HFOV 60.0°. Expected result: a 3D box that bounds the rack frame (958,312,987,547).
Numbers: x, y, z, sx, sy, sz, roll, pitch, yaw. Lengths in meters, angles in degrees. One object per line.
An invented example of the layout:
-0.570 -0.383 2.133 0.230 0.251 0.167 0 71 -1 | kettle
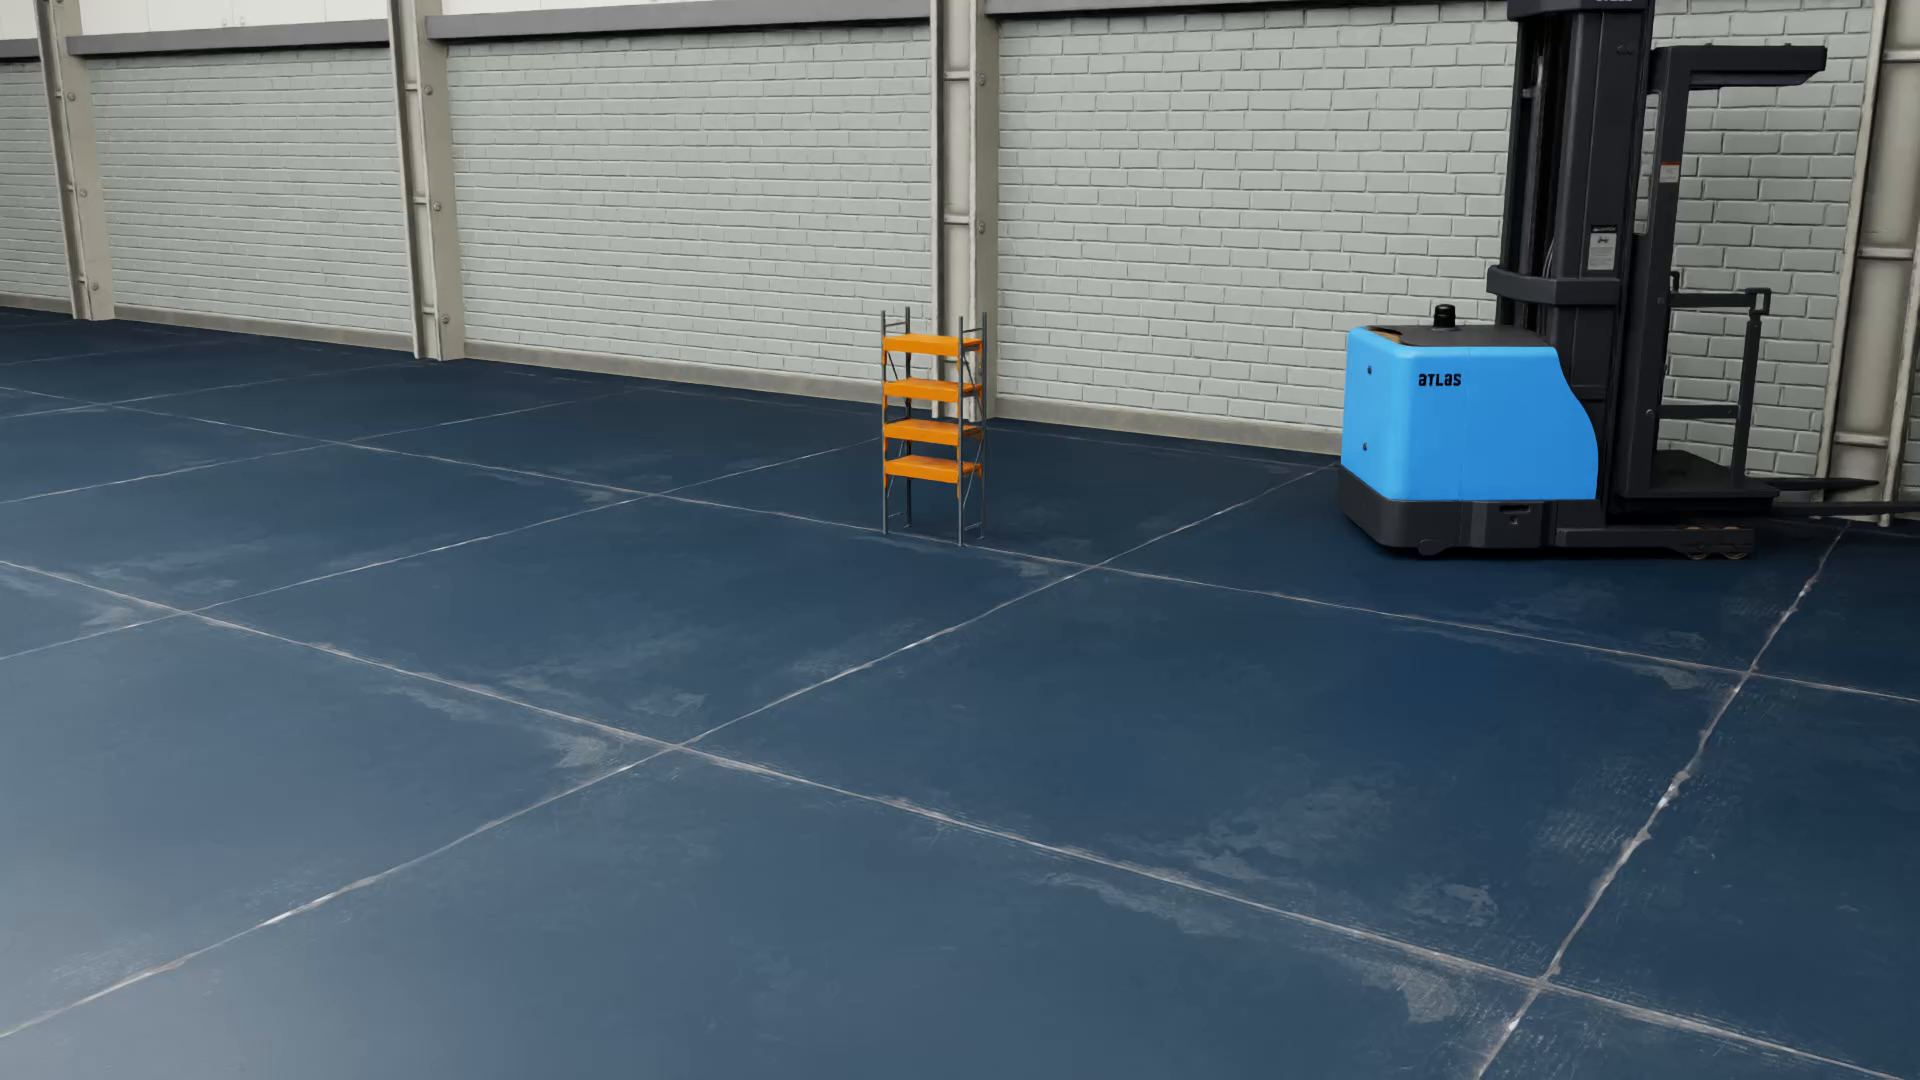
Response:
0.065 -0.572 8.636 0.015 1.200 0.240 9 17 33 | rack frame

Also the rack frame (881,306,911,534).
-0.340 -0.637 8.901 0.015 1.200 0.240 9 17 33 | rack frame

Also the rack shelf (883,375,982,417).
-0.137 -0.756 8.731 0.480 0.148 0.258 9 17 33 | rack shelf

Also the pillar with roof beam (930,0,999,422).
-2.369 -4.443 8.042 0.400 9.000 9.100 9 17 33 | pillar with roof beam

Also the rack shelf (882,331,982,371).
-0.137 -0.986 8.674 0.480 0.148 0.258 9 17 33 | rack shelf

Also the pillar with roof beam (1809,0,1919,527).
2.609 -3.638 4.792 0.400 9.000 9.100 9 17 33 | pillar with roof beam

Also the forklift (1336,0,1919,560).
3.629 -1.451 8.586 3.031 2.935 1.130 0 14 -2 | forklift

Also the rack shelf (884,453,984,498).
-0.137 -0.347 8.833 0.480 0.148 0.258 9 17 33 | rack shelf

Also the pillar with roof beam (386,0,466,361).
-7.348 -5.247 11.293 0.400 9.000 9.100 9 17 33 | pillar with roof beam

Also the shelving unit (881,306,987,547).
-0.137 -0.605 8.769 0.503 1.200 0.258 9 17 33 | shelving unit

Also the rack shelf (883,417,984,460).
-0.137 -0.539 8.785 0.480 0.148 0.258 9 17 33 | rack shelf

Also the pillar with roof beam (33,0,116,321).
-12.326 -6.052 14.543 0.400 9.000 9.100 9 17 33 | pillar with roof beam
